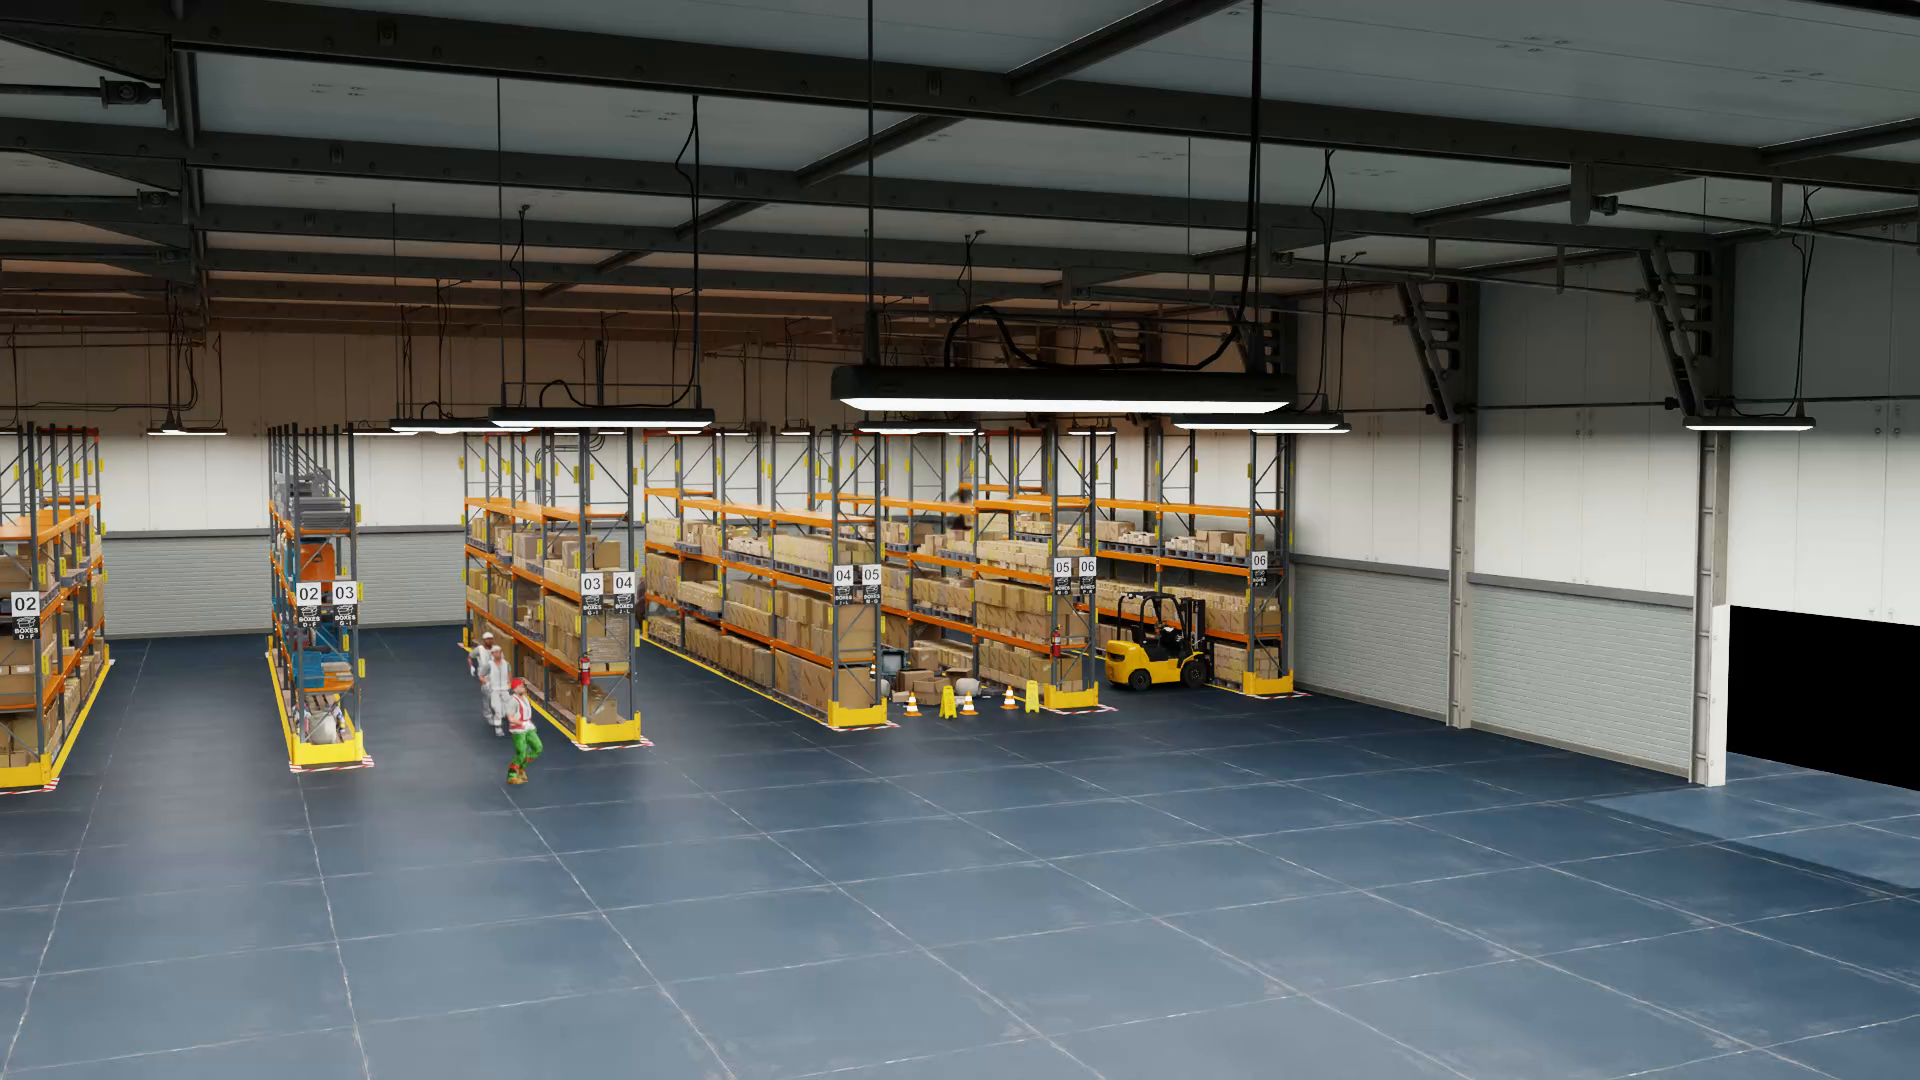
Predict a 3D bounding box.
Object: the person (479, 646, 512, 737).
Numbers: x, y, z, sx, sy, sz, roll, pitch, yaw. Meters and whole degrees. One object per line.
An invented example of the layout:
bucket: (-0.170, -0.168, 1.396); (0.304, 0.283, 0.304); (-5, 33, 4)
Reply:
person: (-8.910, 2.897, 32.004); (0.655, 1.738, 0.631); (-3, 4, -37)

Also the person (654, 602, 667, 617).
person: (-8.823, 1.921, 49.293); (0.523, 1.621, 0.622); (0, 3, -2)

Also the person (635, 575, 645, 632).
person: (-9.393, 1.871, 48.945); (0.579, 1.722, 0.727); (-3, 5, -41)

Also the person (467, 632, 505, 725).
person: (-9.505, 2.764, 33.515); (0.671, 1.818, 0.897); (-3, 5, -39)

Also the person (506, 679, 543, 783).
person: (-7.238, 3.157, 27.553); (0.604, 1.738, 0.673); (1, 4, 14)
